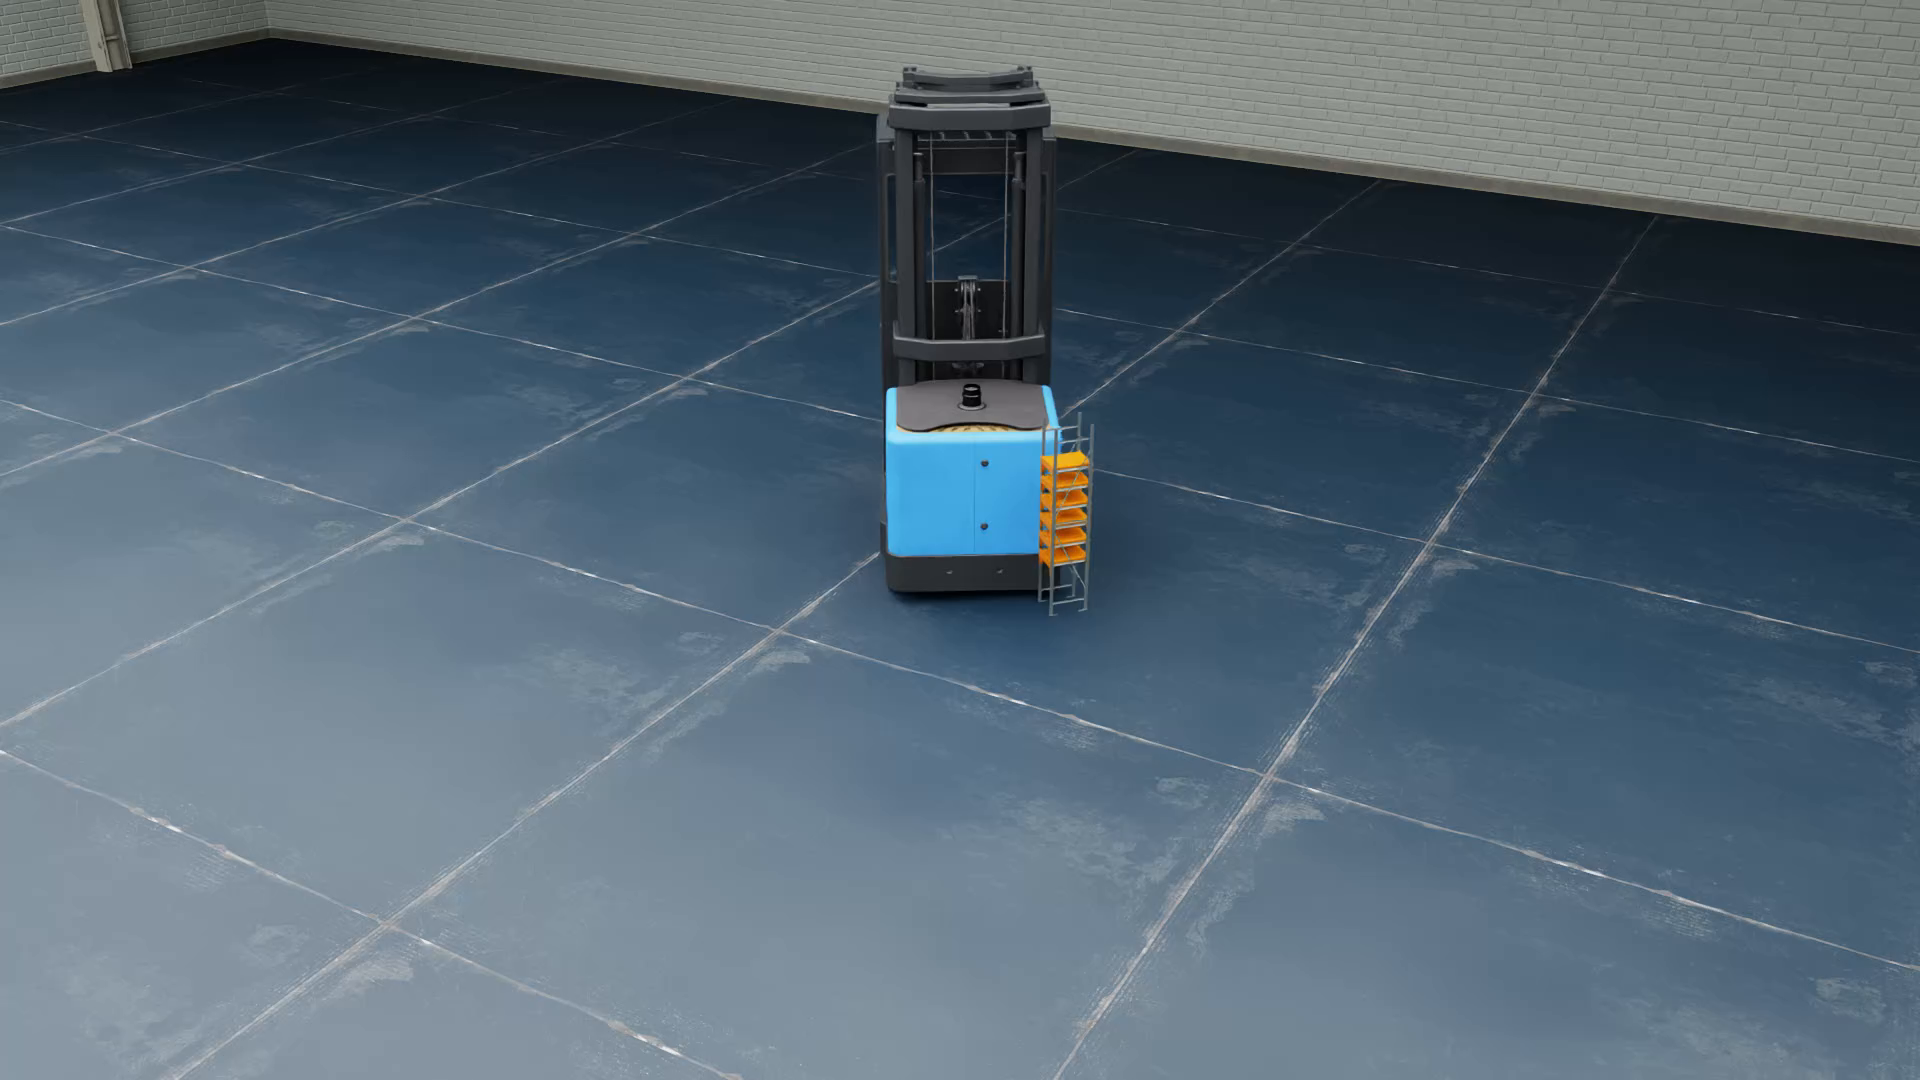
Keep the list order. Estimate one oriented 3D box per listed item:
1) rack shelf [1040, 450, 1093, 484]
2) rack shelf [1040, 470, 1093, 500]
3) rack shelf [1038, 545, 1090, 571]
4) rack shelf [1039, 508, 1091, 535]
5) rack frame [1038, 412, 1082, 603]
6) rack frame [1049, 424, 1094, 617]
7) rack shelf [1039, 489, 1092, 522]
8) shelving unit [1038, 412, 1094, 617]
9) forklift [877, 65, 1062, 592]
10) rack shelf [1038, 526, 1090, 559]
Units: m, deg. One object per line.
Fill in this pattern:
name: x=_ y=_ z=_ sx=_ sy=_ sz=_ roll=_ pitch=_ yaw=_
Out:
rack shelf: x=0.612 y=-0.421 z=9.545 sx=0.258 sy=0.103 sz=0.180 roll=-9 pitch=28 yaw=-17
rack shelf: x=0.612 y=-0.314 z=9.599 sx=0.258 sy=0.103 sz=0.180 roll=-9 pitch=28 yaw=-17
rack shelf: x=0.612 y=0.115 z=9.814 sx=0.258 sy=0.103 sz=0.180 roll=-9 pitch=28 yaw=-17
rack shelf: x=0.612 y=-0.099 z=9.706 sx=0.258 sy=0.103 sz=0.180 roll=-9 pitch=28 yaw=-17
rack frame: x=0.582 y=-0.178 z=9.764 sx=0.240 sy=1.200 sz=0.006 roll=-9 pitch=28 yaw=-17
rack frame: x=0.642 y=-0.100 z=9.609 sx=0.240 sy=1.200 sz=0.006 roll=-9 pitch=28 yaw=-17
rack shelf: x=0.612 y=-0.206 z=9.653 sx=0.258 sy=0.103 sz=0.180 roll=-9 pitch=28 yaw=-17
shelving unit: x=0.612 y=-0.139 z=9.687 sx=0.258 sy=1.200 sz=0.189 roll=-9 pitch=28 yaw=-17
forklift: x=0.031 y=-1.618 z=10.708 sx=1.130 sy=2.935 sz=3.031 roll=-1 pitch=27 yaw=-2
rack shelf: x=0.612 y=0.008 z=9.760 sx=0.258 sy=0.103 sz=0.180 roll=-9 pitch=28 yaw=-17
